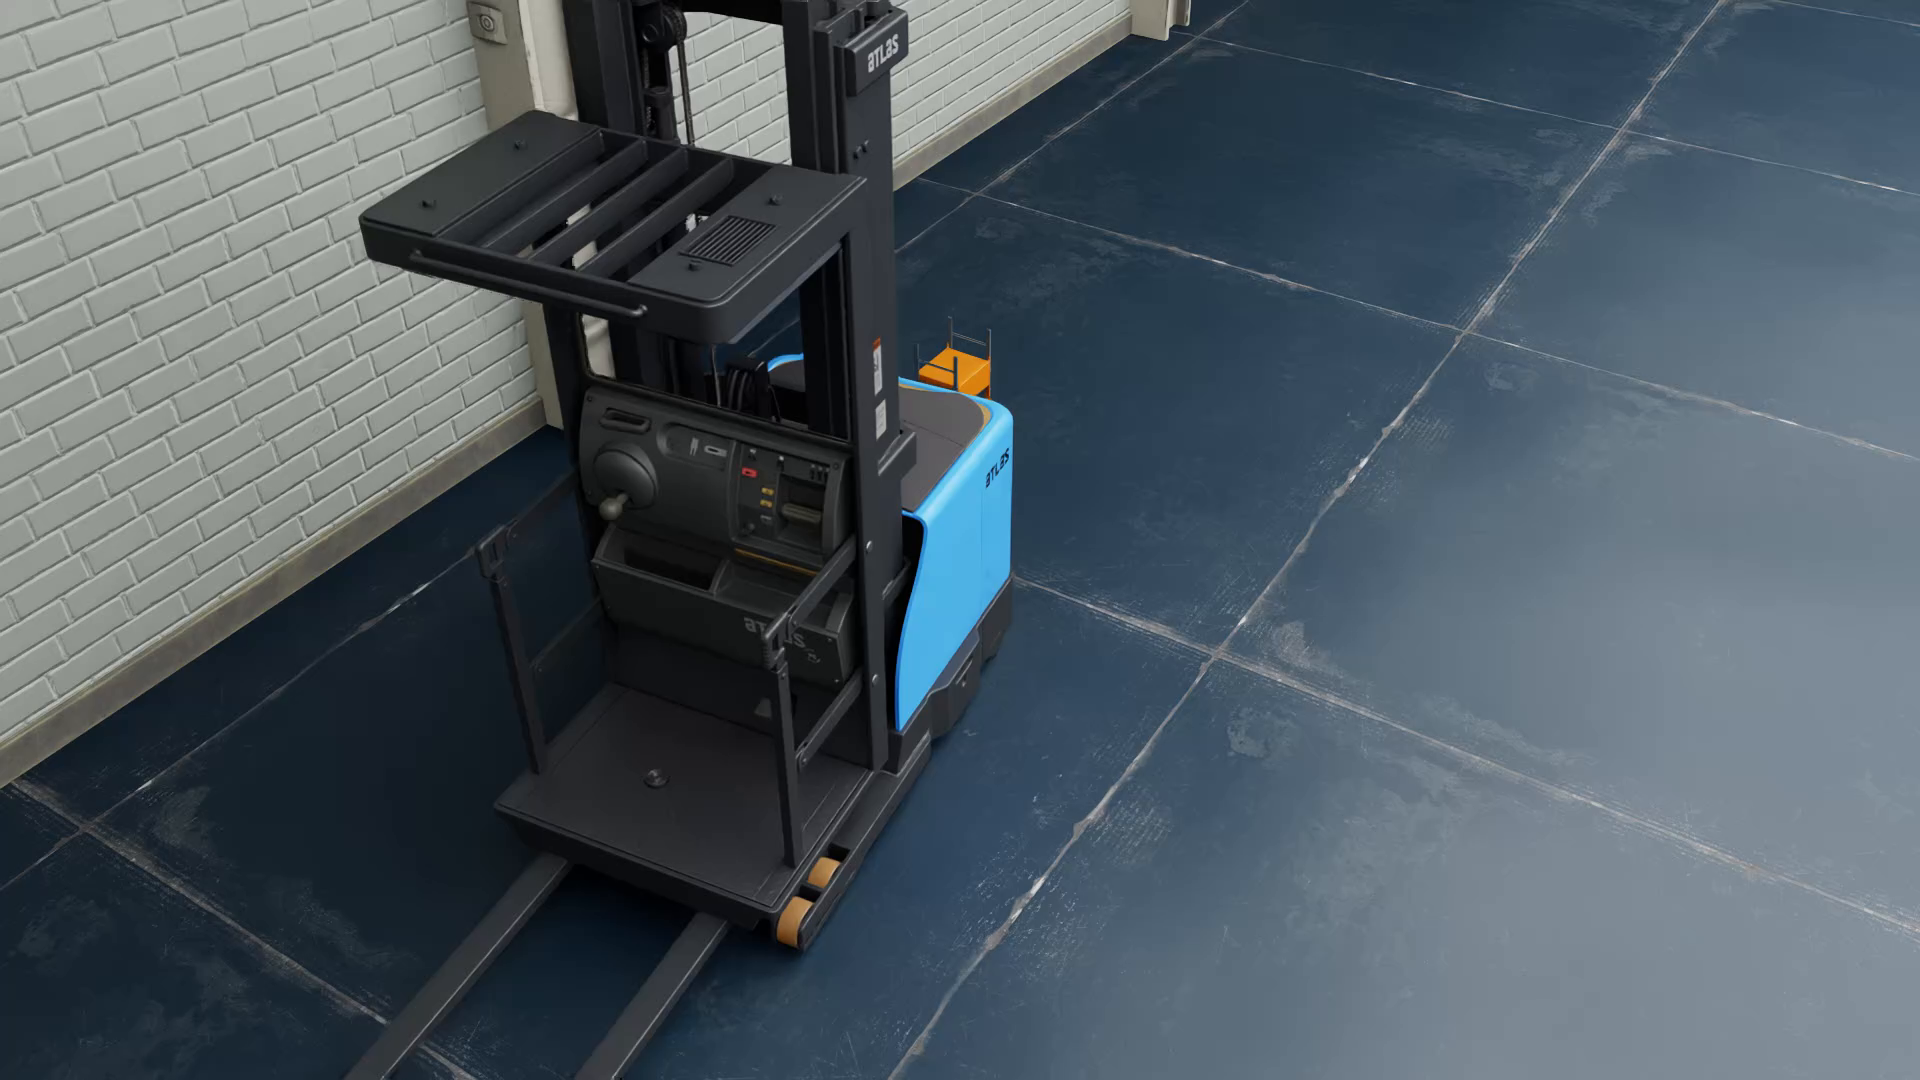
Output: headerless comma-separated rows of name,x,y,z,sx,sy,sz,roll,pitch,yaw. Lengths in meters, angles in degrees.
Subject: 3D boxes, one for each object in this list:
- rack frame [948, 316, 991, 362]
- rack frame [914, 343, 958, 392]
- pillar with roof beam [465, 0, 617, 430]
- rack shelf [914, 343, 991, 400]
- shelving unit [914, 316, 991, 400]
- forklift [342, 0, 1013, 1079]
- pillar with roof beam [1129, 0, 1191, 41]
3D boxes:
rack frame,0.037,-0.451,6.975,0.200,1.050,0.008,21,42,25
rack frame,-0.094,-0.325,6.812,0.200,1.050,0.008,21,42,25
pillar with roof beam,1.860,-2.778,3.483,9.100,9.000,0.400,21,42,25
rack shelf,-0.029,-0.605,6.727,0.215,0.259,0.240,21,42,25
shelving unit,-0.029,-0.388,6.894,0.215,1.050,0.252,21,42,25
forklift,-0.866,-0.119,5.003,1.130,2.935,3.031,16,40,19
pillar with roof beam,5.075,-5.871,7.496,9.100,9.000,0.400,21,42,25
